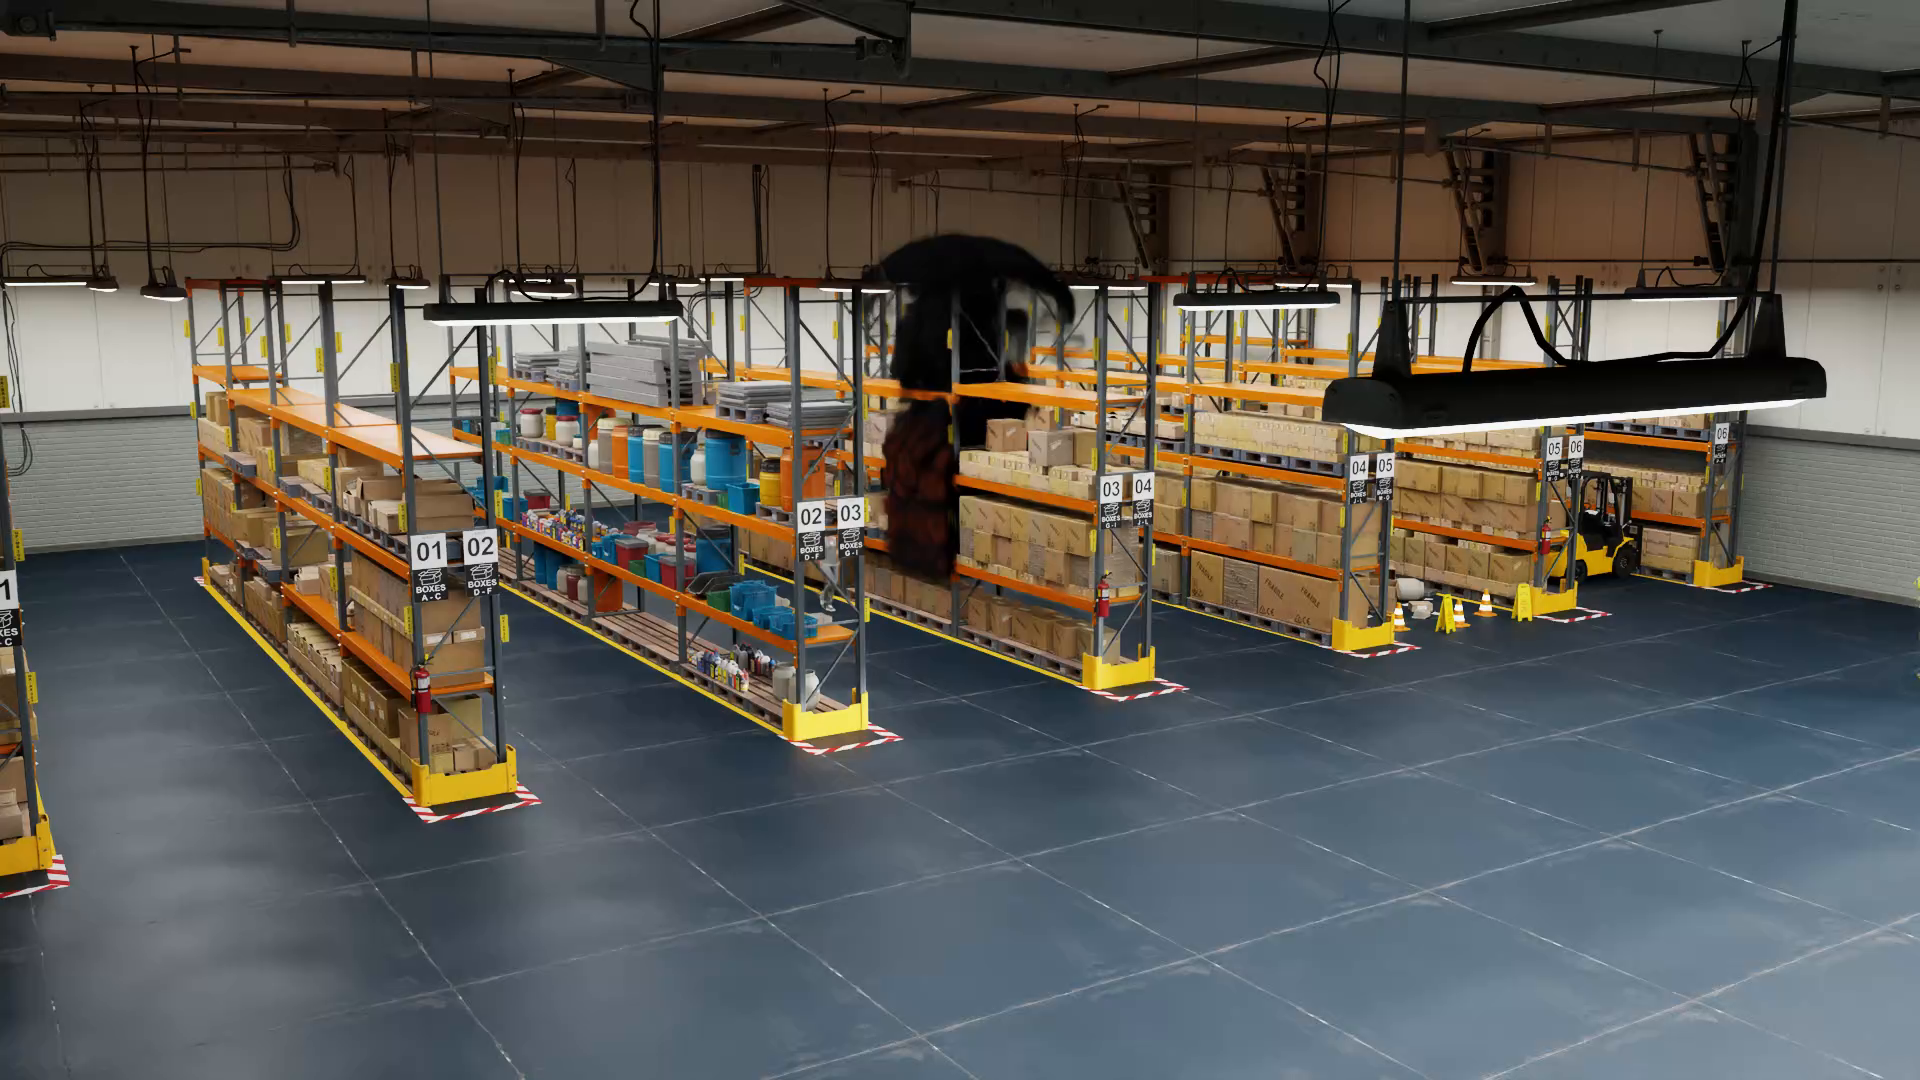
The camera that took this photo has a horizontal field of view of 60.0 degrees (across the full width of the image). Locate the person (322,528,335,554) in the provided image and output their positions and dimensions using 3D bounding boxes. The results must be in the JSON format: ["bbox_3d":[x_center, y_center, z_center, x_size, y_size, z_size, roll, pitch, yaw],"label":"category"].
[{"bbox_3d":[-13.170,-0.212,34.094,0.865,1.786,0.706,3,10,16],"label":"person"}]

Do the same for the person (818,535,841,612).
[{"bbox_3d":[-2.252,0.463,28.795,0.503,1.567,0.475,-7,12,-37],"label":"person"}]
